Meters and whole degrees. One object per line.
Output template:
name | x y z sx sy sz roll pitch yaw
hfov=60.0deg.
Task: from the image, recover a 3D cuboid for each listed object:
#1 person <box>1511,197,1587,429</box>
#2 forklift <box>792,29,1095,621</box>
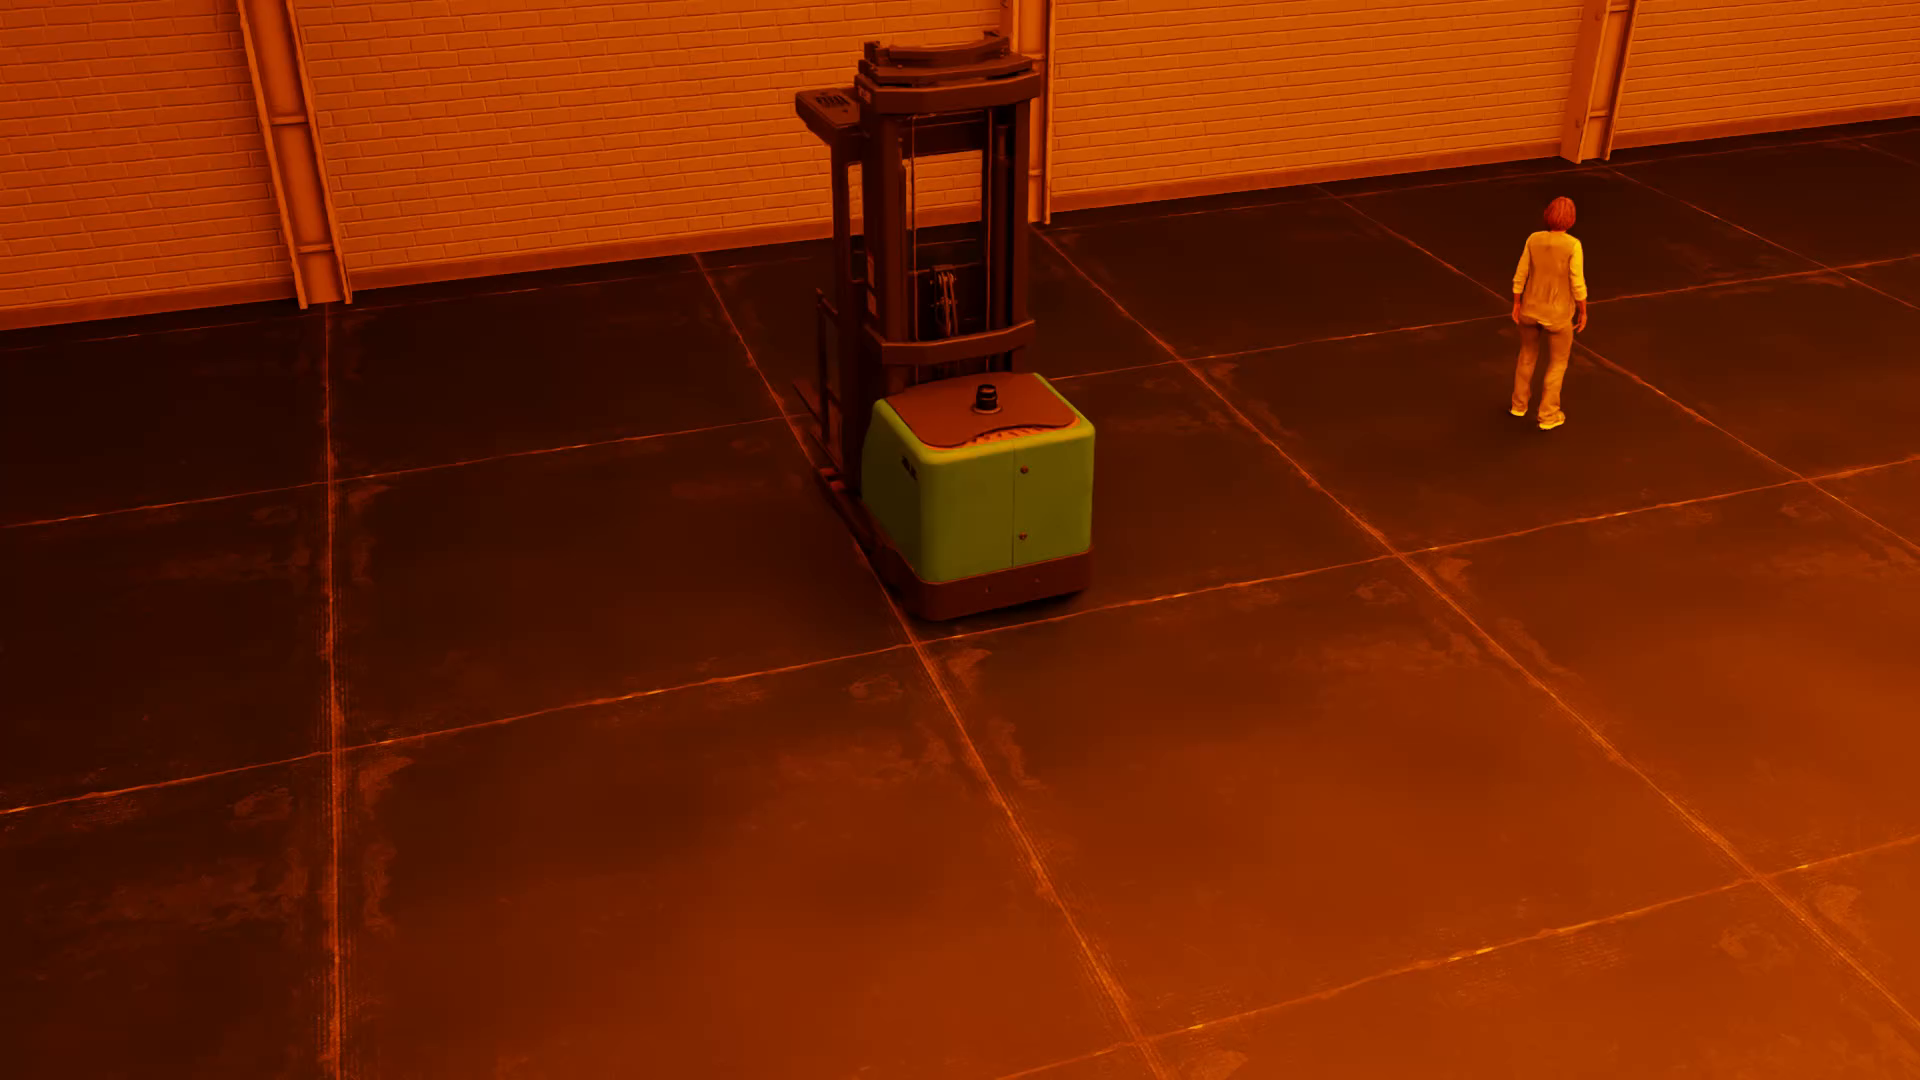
person | 3.932 -1.513 11.076 0.494 1.617 0.410 24 38 36
forklift | -0.277 -1.545 9.771 1.130 2.935 3.031 -11 32 -19
